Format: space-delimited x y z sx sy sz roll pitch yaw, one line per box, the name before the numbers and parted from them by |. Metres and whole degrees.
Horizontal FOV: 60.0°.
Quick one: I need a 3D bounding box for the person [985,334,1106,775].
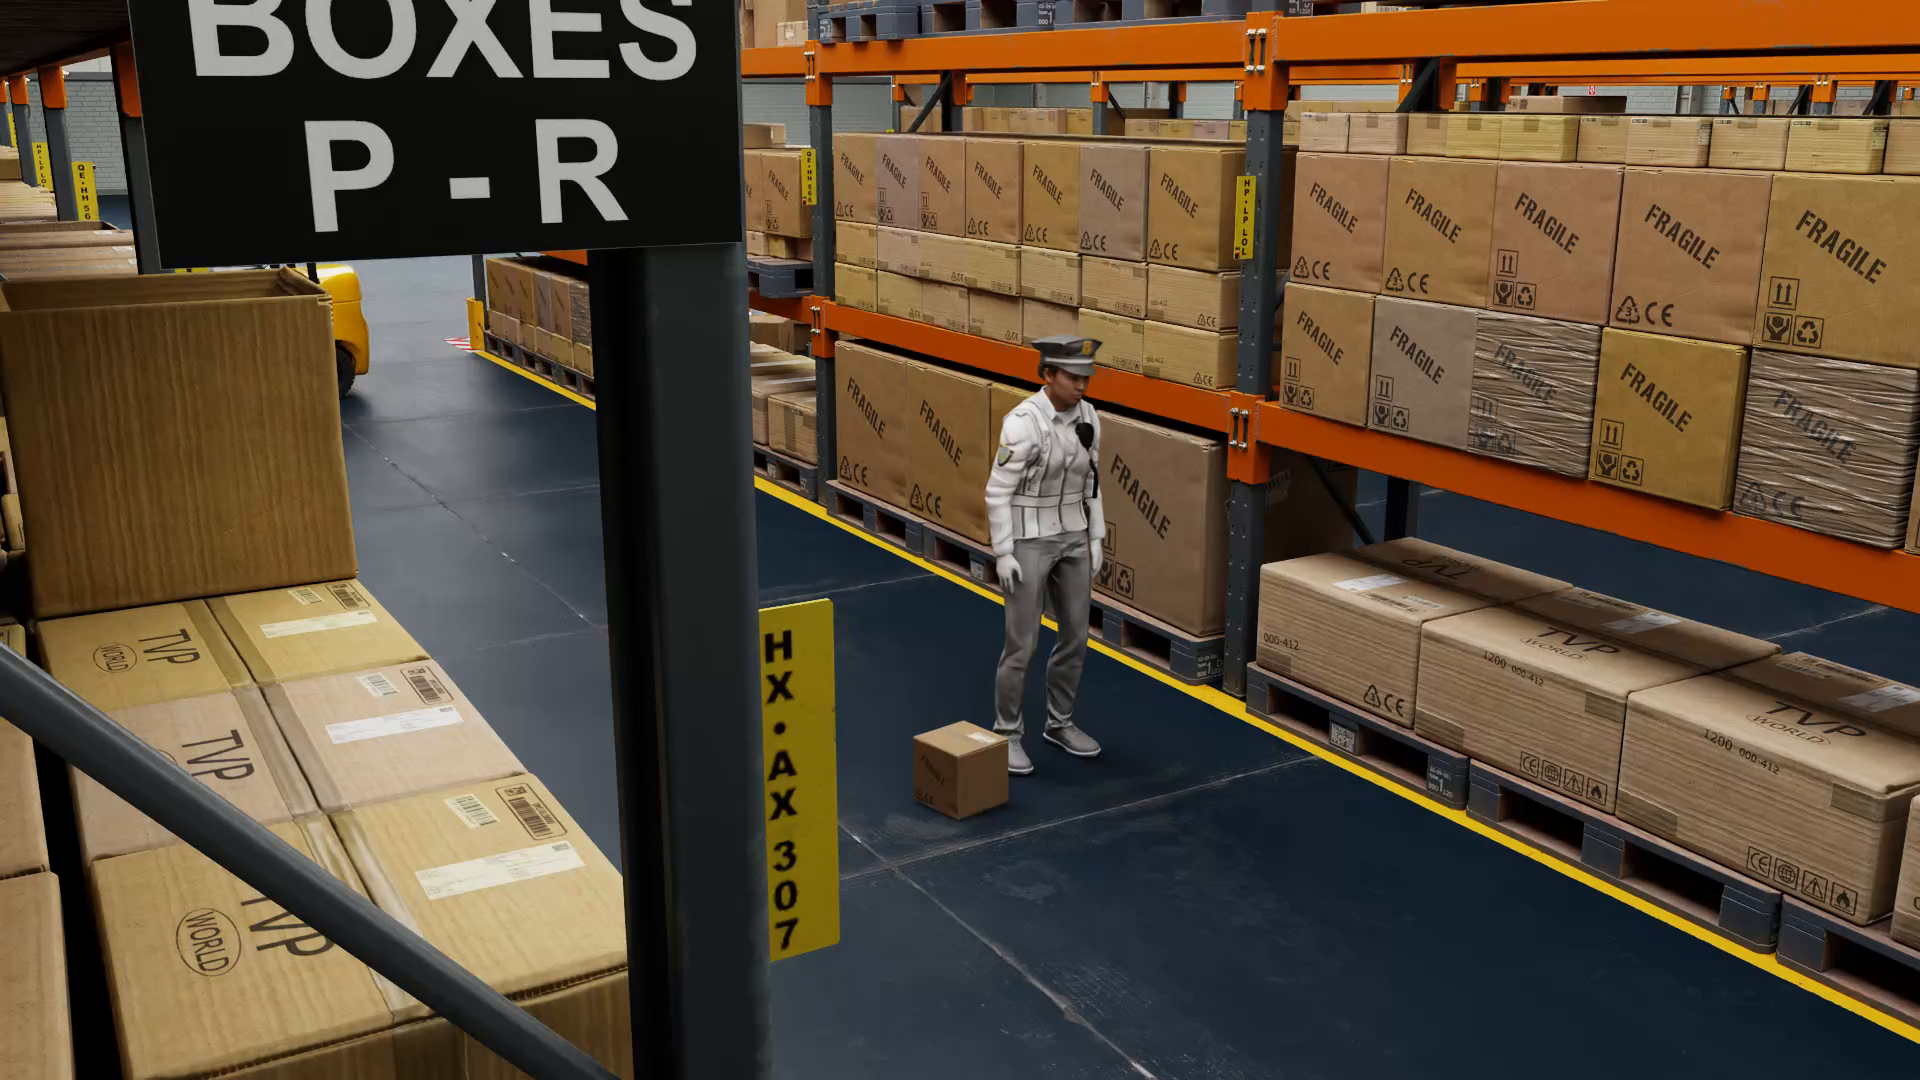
person | 0.351 0.038 6.369 0.535 1.662 0.344 -10 18 -33
